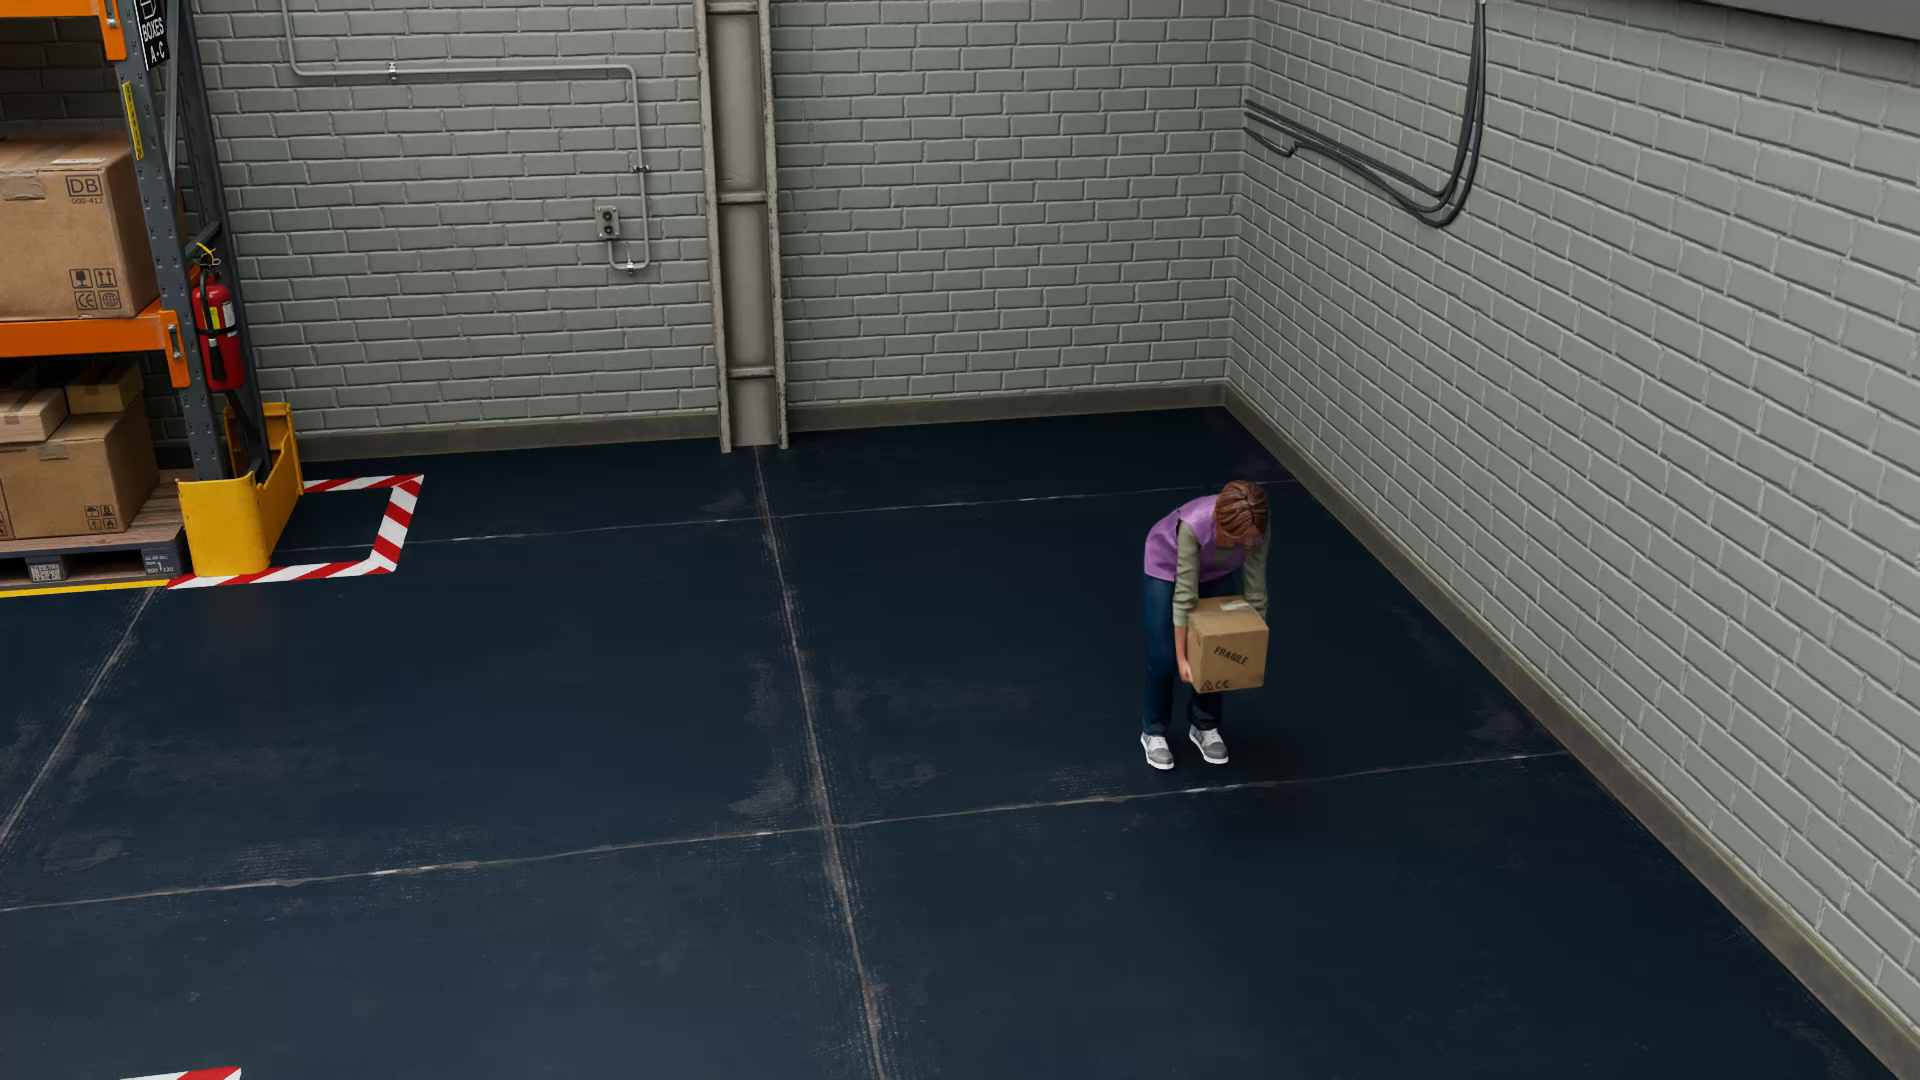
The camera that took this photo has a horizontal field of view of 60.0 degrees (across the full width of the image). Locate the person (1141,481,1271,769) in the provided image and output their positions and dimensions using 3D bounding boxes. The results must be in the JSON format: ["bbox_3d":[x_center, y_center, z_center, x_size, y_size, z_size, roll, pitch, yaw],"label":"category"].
[{"bbox_3d":[0.923,0.316,6.245,0.382,1.317,0.757,-5,24,-11],"label":"person"}]
